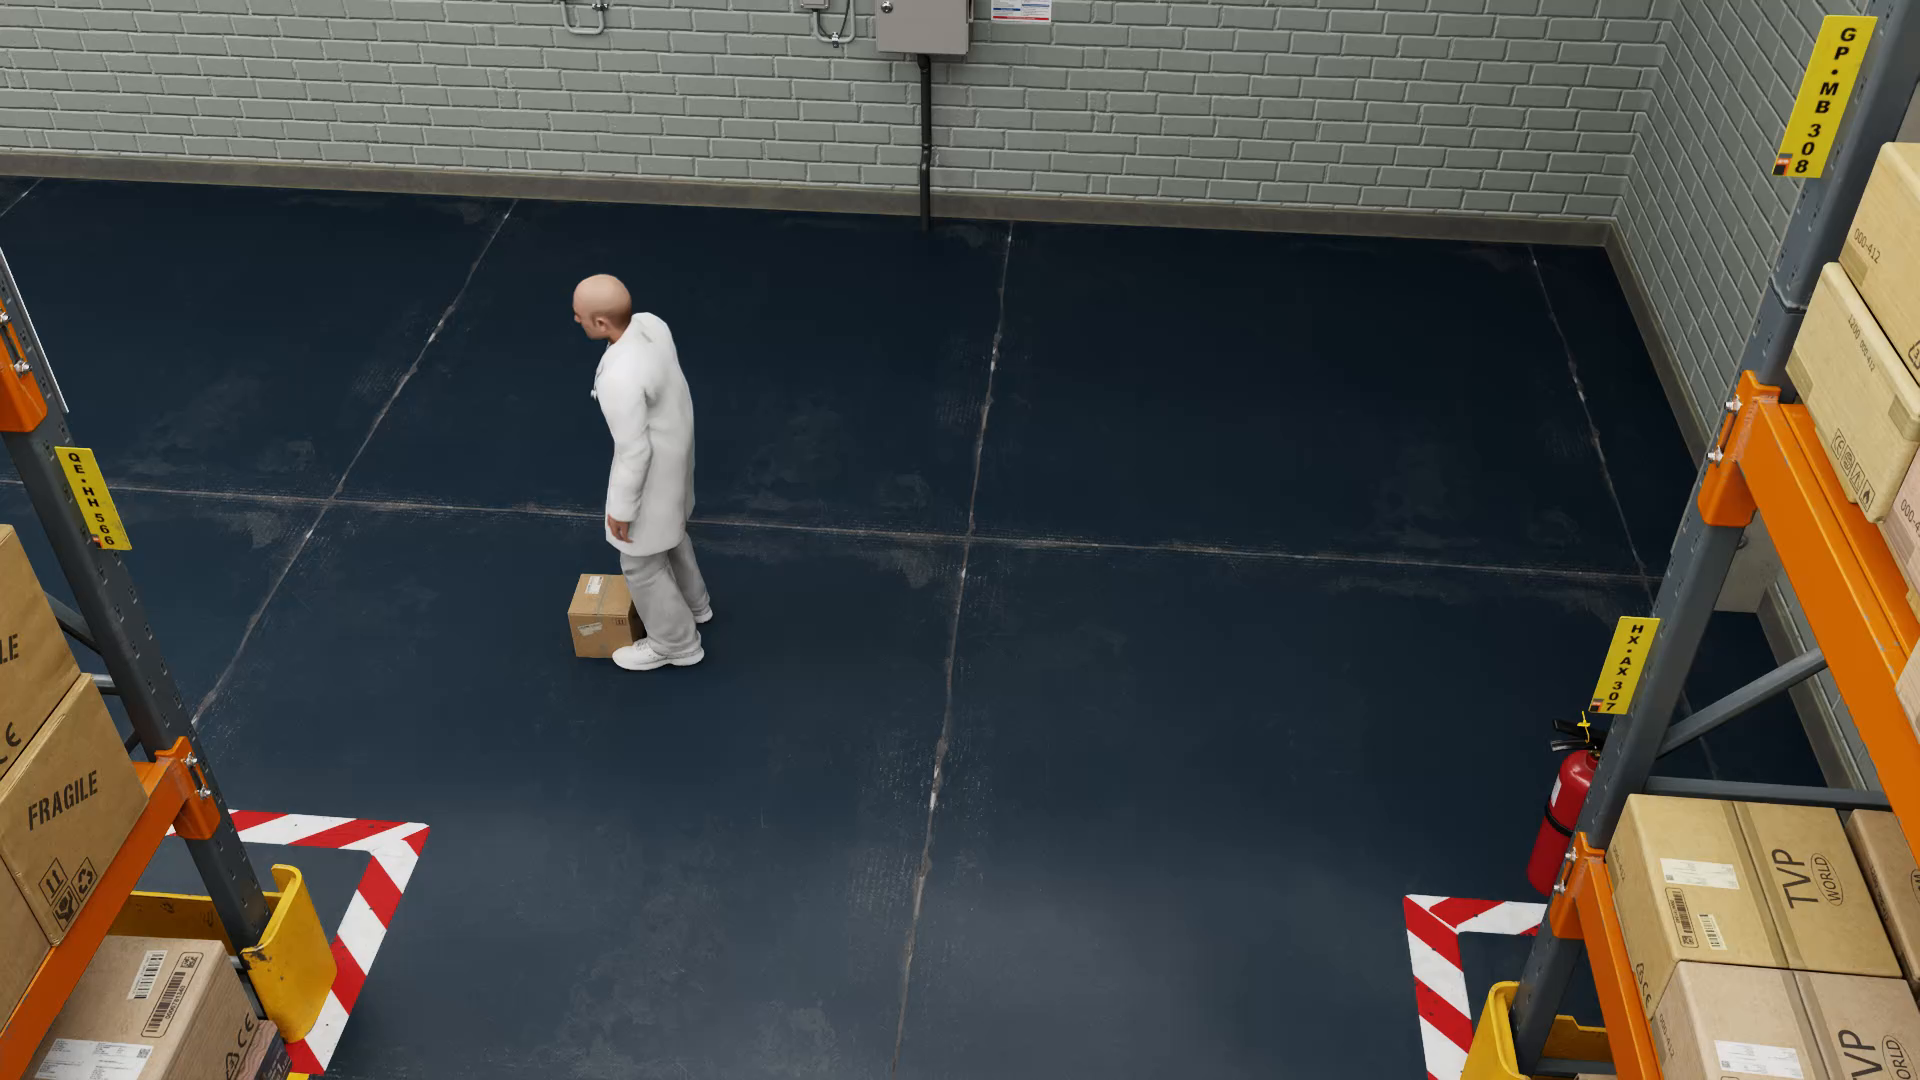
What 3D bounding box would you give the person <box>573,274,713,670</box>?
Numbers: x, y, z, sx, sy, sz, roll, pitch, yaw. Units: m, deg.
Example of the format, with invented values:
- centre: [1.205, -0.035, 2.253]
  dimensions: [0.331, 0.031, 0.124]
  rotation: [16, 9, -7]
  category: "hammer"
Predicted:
- centre: [-1.229, -0.258, 6.479]
  dimensions: [0.421, 1.774, 0.642]
  rotation: [3, 40, 4]
  category: "person"
